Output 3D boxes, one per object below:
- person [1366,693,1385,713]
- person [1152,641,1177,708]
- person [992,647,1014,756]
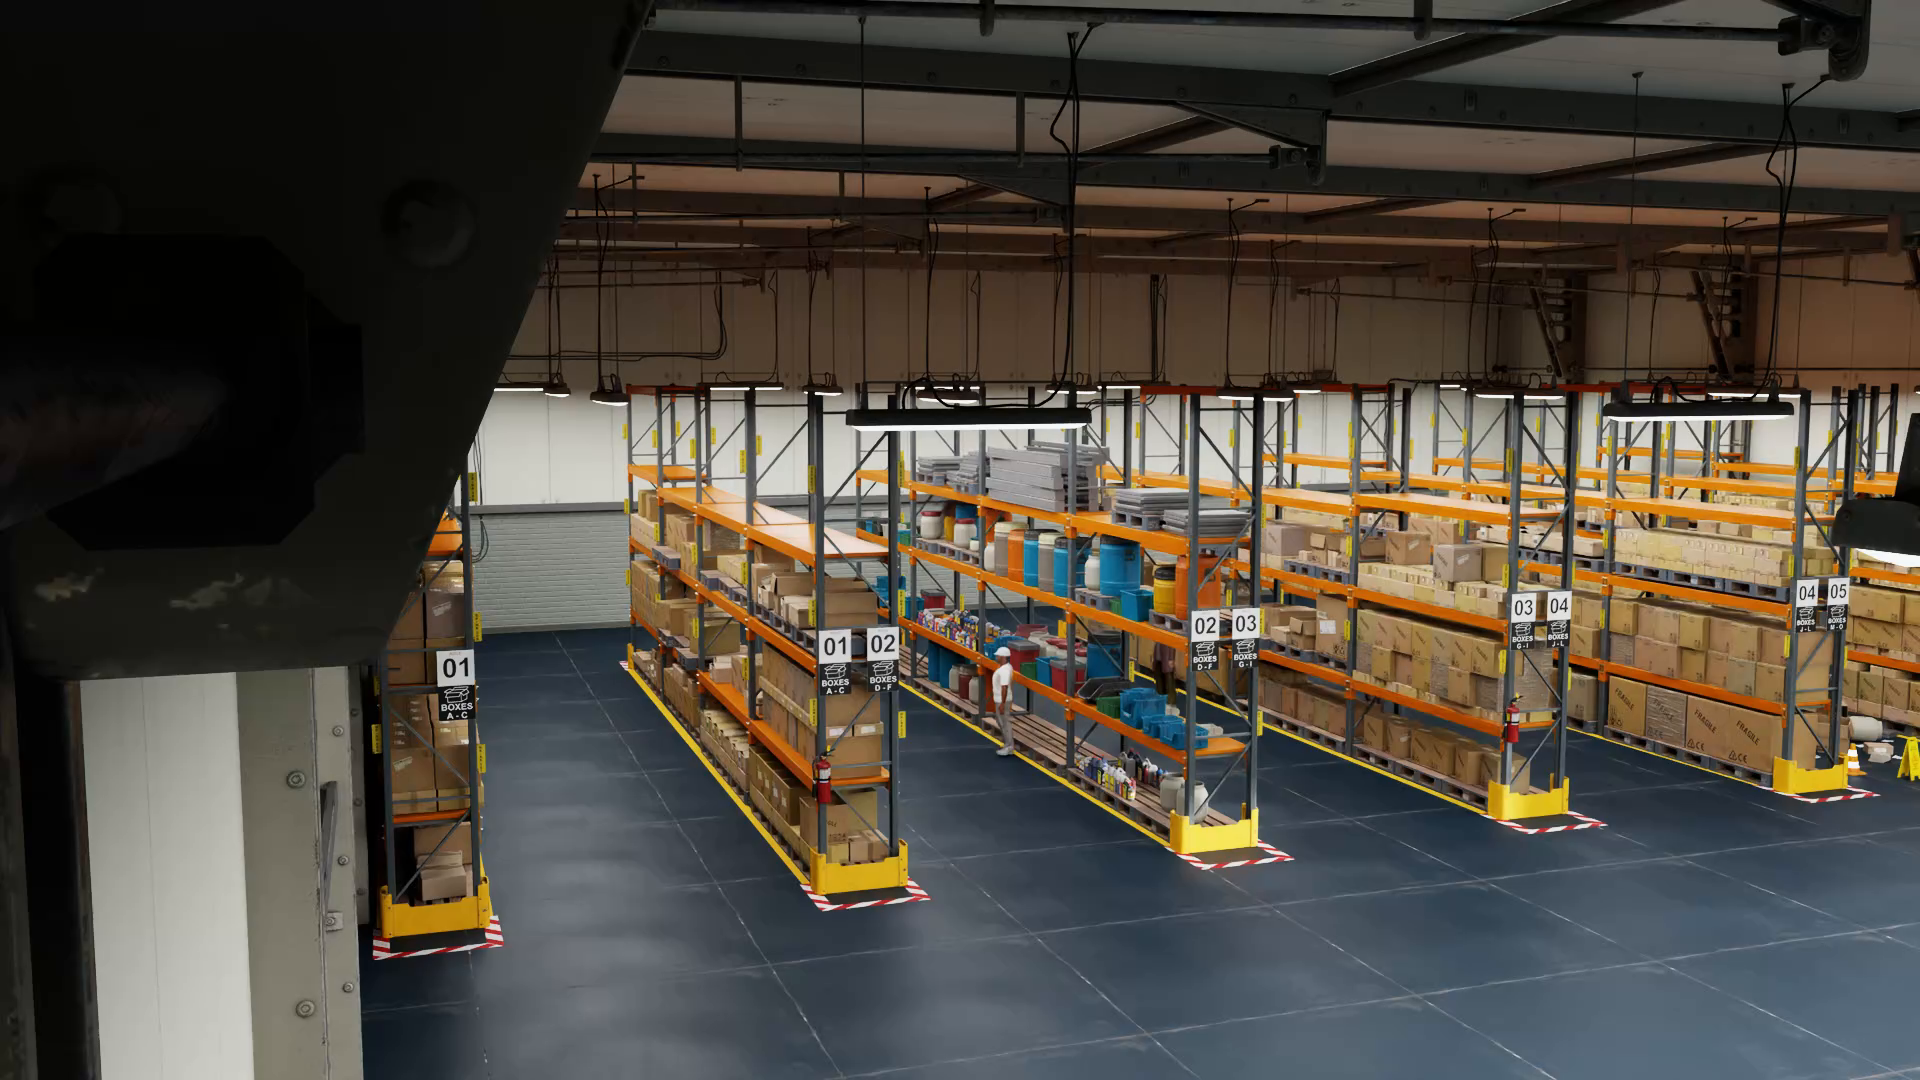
[{"bbox_3d":[7.558,2.384,29.953,0.501,1.733,0.492,2,6,15],"label":"person"},{"bbox_3d":[3.753,2.224,30.787,0.443,1.787,0.596,-4,7,-36],"label":"person"},{"bbox_3d":[0.713,2.650,27.235,0.365,1.804,0.674,0,6,1],"label":"person"}]
